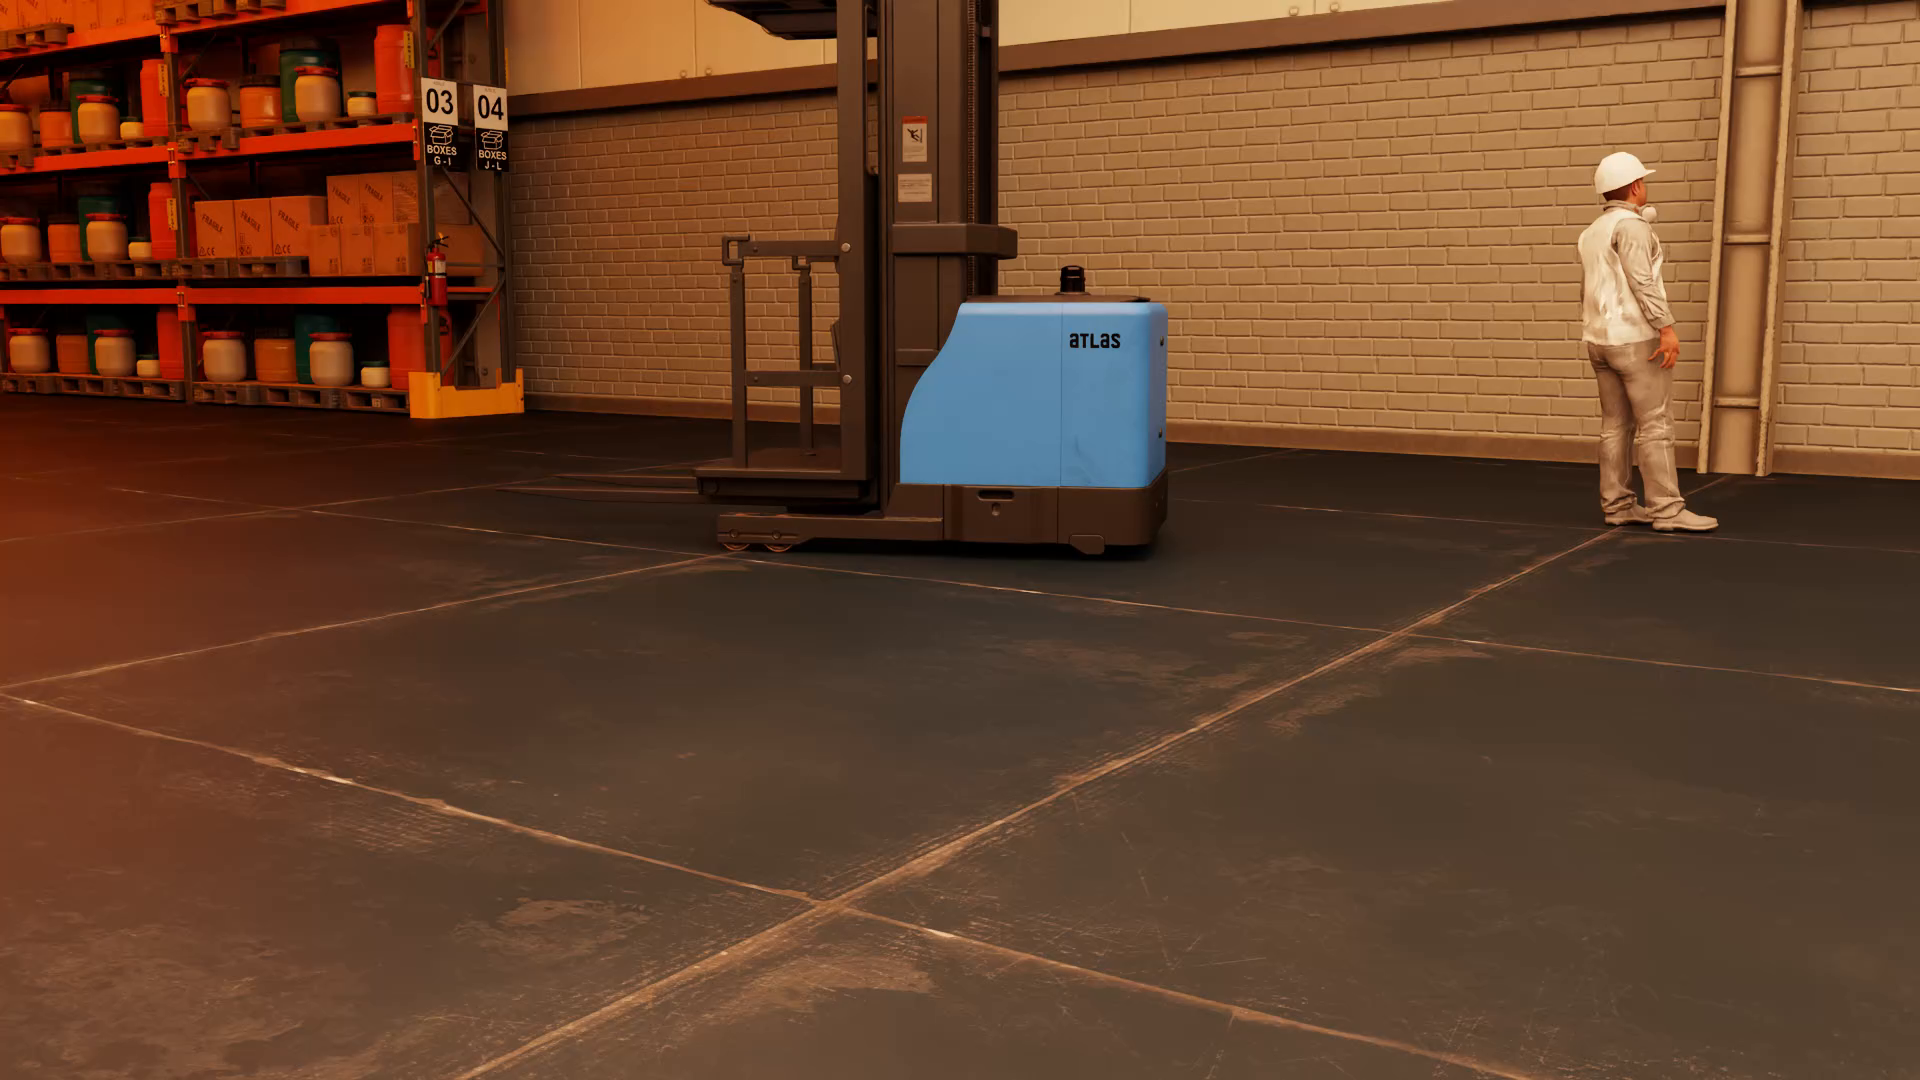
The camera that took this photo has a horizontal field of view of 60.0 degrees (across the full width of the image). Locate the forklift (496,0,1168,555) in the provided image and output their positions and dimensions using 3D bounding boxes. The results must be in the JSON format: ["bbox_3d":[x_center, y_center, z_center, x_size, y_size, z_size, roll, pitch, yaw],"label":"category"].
[{"bbox_3d":[-0.596,-1.469,7.520,3.031,2.935,1.130,2,8,12],"label":"forklift"}]

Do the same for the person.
[{"bbox_3d":[3.272,-0.956,7.971,0.569,1.773,0.624,-1,8,-7],"label":"person"}]
